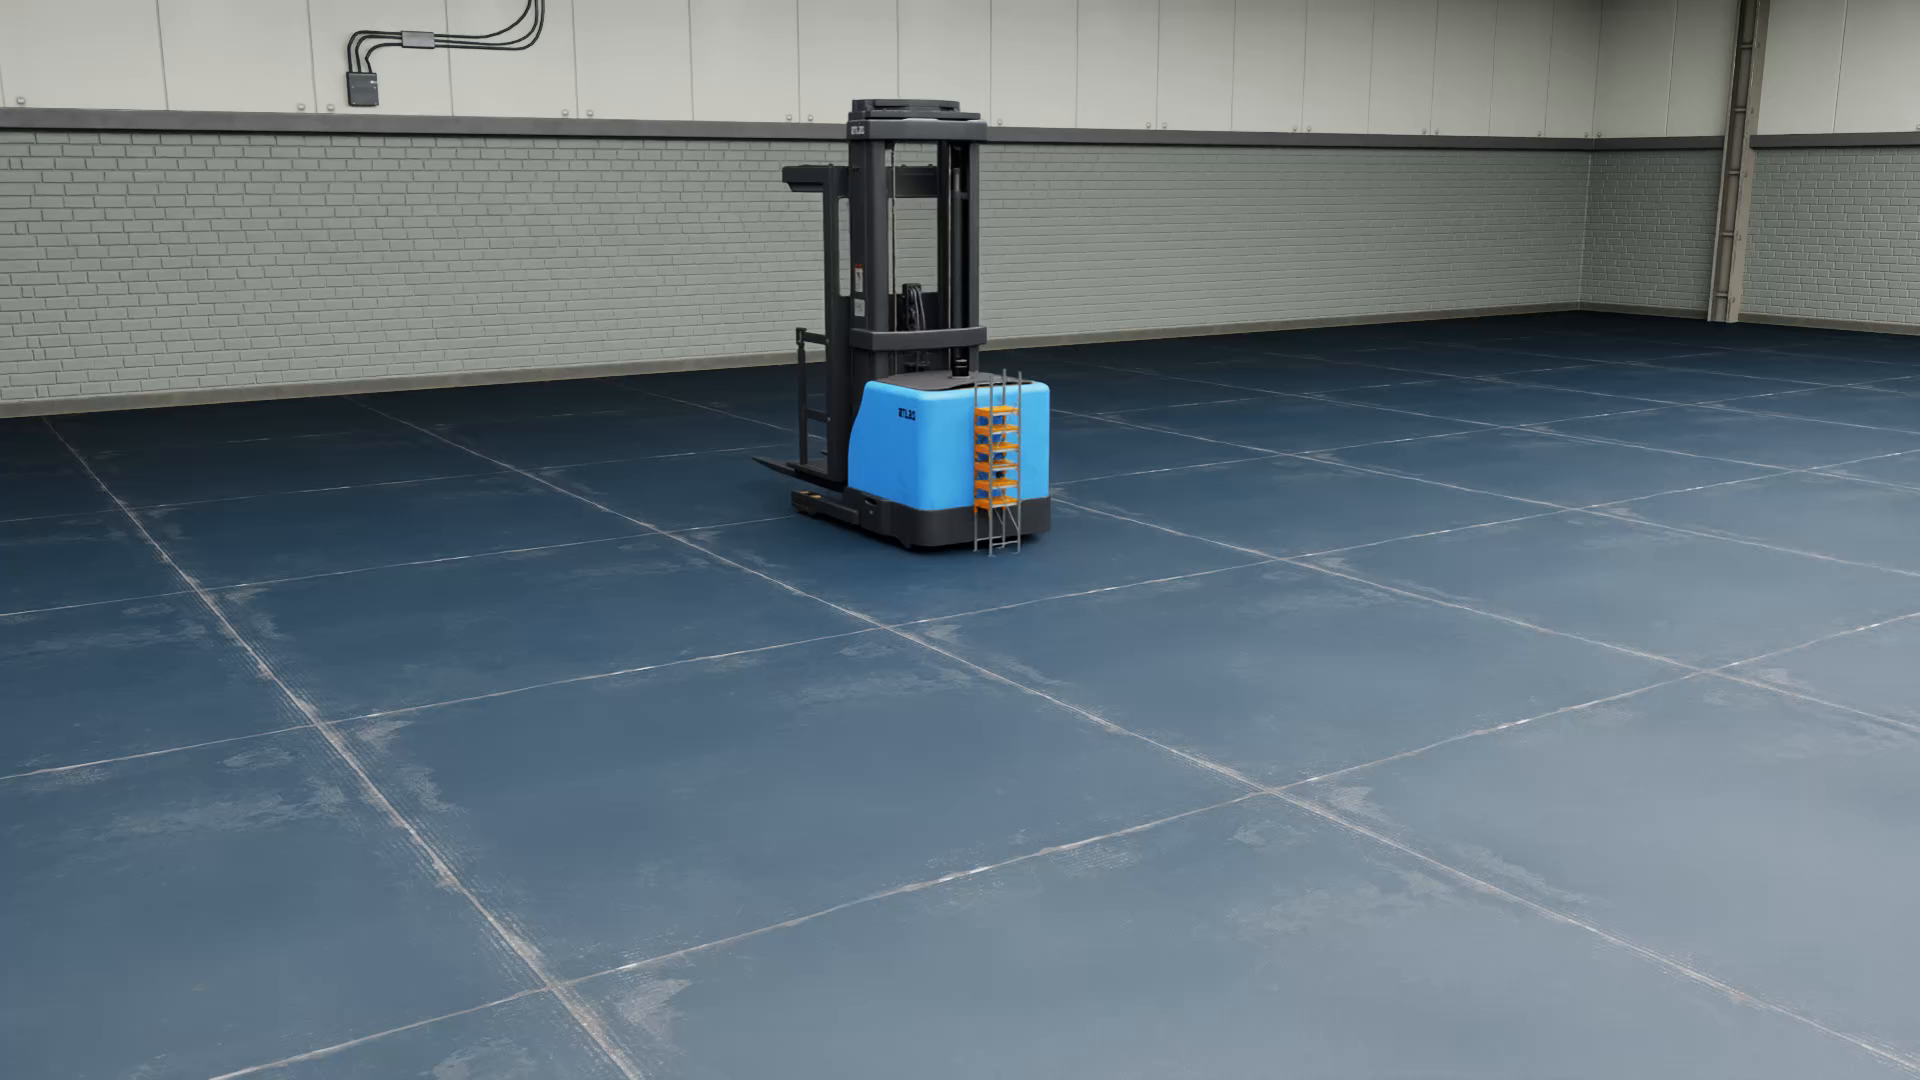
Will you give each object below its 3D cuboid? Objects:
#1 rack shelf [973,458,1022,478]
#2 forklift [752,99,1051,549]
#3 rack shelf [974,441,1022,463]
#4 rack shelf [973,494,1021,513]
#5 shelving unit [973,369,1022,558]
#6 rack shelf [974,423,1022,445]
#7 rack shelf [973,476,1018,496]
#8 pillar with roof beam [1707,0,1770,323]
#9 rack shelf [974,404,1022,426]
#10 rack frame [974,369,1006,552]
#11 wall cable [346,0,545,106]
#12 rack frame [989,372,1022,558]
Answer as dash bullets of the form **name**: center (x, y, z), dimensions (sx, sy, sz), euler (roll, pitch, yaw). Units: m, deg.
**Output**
- **rack shelf**: center (0.245, -0.458, 10.856), dimensions (0.258, 0.103, 0.180), euler (-8, 14, -31)
- **forklift**: center (-0.587, -1.642, 12.011), dimensions (1.130, 2.935, 3.031), euler (-8, 14, -31)
- **rack shelf**: center (0.245, -0.575, 10.831), dimensions (0.258, 0.103, 0.180), euler (-8, 14, -31)
- **rack shelf**: center (0.245, -0.224, 10.908), dimensions (0.258, 0.103, 0.180), euler (-8, 14, -31)
- **shelving unit**: center (0.245, -0.502, 10.847), dimensions (0.258, 1.200, 0.189), euler (-8, 14, -31)
- **rack shelf**: center (0.245, -0.693, 10.805), dimensions (0.258, 0.103, 0.180), euler (-8, 14, -31)
- **rack shelf**: center (0.245, -0.341, 10.882), dimensions (0.258, 0.103, 0.180), euler (-8, 14, -31)
- **pillar with roof beam**: center (9.482, -7.631, 25.194), dimensions (9.100, 9.000, 0.400), euler (-8, 15, -33)
- **rack shelf**: center (0.245, -0.810, 10.779), dimensions (0.258, 0.103, 0.180), euler (-8, 14, -31)
- **rack frame**: center (0.196, -0.518, 10.923), dimensions (0.240, 1.200, 0.006), euler (-8, 14, -31)
- **wall cable**: center (-5.777, -7.875, 18.349), dimensions (2.305, 6.003, 0.169), euler (-8, 15, -33)
- **rack frame**: center (0.293, -0.485, 10.771), dimensions (0.240, 1.200, 0.006), euler (-8, 14, -31)
